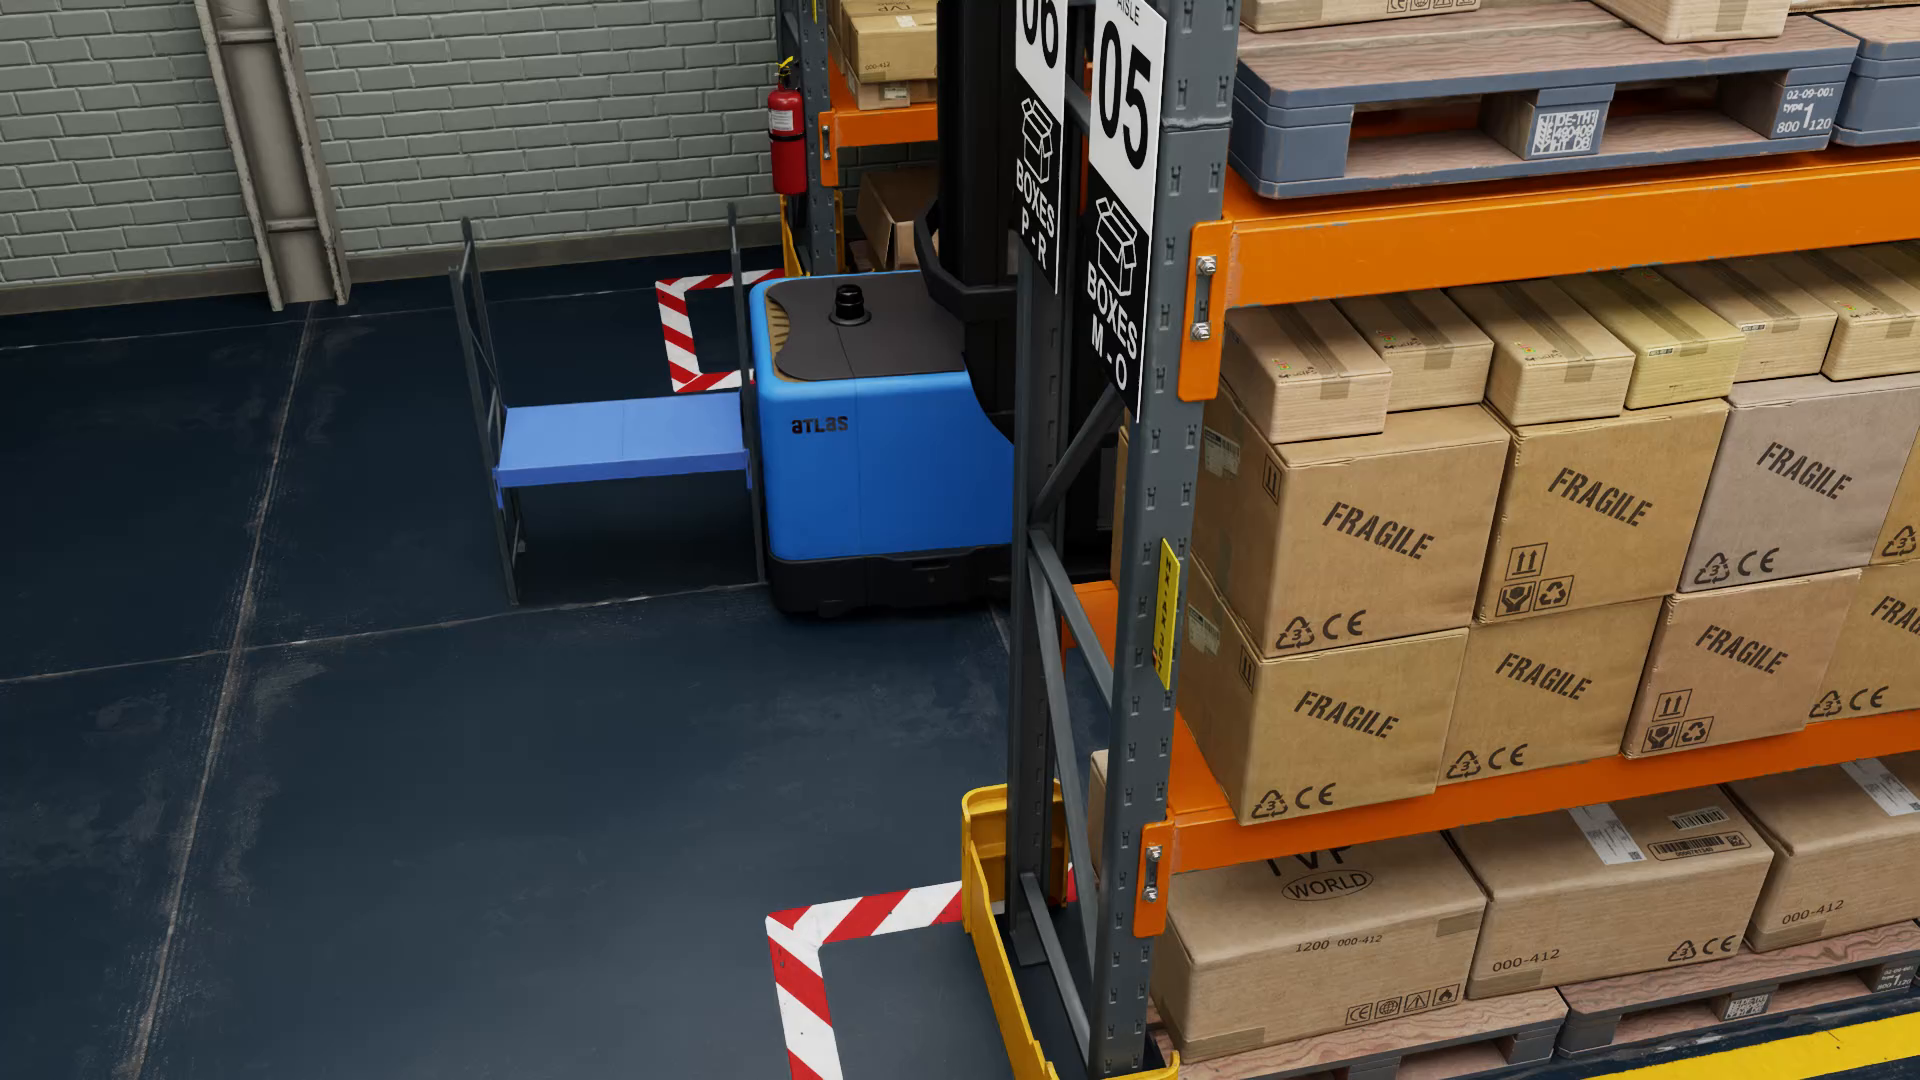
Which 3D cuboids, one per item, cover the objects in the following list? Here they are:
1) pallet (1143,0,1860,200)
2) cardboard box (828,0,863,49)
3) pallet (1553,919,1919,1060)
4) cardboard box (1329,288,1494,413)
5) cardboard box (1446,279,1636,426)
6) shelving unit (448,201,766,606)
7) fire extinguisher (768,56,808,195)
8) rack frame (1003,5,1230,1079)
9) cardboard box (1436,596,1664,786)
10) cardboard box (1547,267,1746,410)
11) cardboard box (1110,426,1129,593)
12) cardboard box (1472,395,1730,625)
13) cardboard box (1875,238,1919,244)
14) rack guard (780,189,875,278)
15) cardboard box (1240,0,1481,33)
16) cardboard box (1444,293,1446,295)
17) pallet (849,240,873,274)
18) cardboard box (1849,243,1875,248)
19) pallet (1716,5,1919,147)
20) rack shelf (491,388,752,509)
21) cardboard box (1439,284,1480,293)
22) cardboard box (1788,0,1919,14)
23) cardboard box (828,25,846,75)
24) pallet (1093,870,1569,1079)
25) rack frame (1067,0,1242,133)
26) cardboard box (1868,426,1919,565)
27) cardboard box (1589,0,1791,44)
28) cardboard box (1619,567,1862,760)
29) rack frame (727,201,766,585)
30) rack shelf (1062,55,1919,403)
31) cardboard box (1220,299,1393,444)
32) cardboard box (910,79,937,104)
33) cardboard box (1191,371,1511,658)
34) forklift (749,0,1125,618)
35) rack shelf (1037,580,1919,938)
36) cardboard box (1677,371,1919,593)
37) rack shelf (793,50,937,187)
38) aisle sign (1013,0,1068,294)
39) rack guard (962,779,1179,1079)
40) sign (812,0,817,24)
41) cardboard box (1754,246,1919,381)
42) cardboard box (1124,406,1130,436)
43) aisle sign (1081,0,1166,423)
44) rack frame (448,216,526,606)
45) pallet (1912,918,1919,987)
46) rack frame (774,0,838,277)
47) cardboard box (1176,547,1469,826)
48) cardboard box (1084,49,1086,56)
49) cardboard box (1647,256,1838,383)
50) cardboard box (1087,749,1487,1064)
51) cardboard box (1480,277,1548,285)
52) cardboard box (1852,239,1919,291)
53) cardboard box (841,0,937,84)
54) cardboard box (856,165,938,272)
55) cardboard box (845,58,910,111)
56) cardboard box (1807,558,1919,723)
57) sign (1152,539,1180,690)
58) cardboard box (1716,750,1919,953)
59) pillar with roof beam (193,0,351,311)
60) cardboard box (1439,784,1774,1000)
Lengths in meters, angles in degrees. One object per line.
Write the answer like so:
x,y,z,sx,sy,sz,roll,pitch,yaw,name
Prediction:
1.034,-1.058,3.522,1.213,0.211,1.003,-7,35,-11,pallet
-0.396,-2.711,8.466,0.500,0.250,0.500,-6,34,-9,cardboard box
2.263,1.117,5.396,1.213,0.211,1.003,-7,35,-11,pallet
0.960,-0.442,3.648,0.250,0.149,0.380,-6,34,-9,cardboard box
1.239,-0.412,3.603,0.250,0.149,0.380,-6,34,-9,cardboard box
-1.368,-0.531,6.695,1.048,1.500,0.538,-5,34,-7,shelving unit
-0.827,-1.993,7.932,0.183,0.674,0.296,-7,35,-11,fire extinguisher
0.313,0.248,4.189,0.127,3.000,1.000,-7,35,-11,rack frame
1.332,0.226,4.131,0.500,0.500,0.500,-8,35,-11,cardboard box
1.492,-0.454,3.665,0.250,0.149,0.380,-8,35,-12,cardboard box
0.725,0.003,4.464,0.500,0.500,0.500,-7,34,-10,cardboard box
1.346,-0.180,3.840,0.500,0.500,0.500,-8,35,-12,cardboard box
2.360,-0.895,4.323,0.250,0.149,0.380,-7,35,-10,cardboard box
-0.712,-1.421,8.919,0.348,0.500,1.175,-7,35,-11,rack guard
0.732,-1.255,3.405,0.500,0.250,0.500,-10,35,-15,cardboard box
1.234,-0.478,4.283,0.500,0.500,0.500,-7,35,-10,cardboard box
0.066,-1.399,9.146,1.213,0.211,1.003,-7,35,-11,pallet
2.111,-0.840,4.240,0.250,0.149,0.380,-6,34,-9,cardboard box
2.227,-1.210,3.748,1.213,0.211,1.003,-7,35,-11,pallet
-1.368,-0.382,6.795,1.000,0.185,0.538,-5,34,-7,rack shelf
1.094,-0.753,4.111,0.250,0.149,0.380,-8,35,-11,cardboard box
1.784,-1.333,3.467,0.500,0.311,0.500,-7,34,-10,cardboard box
-0.522,-2.532,8.556,0.250,0.149,0.380,-8,35,-11,cardboard box
1.076,1.265,5.176,1.213,0.211,1.003,-7,35,-11,pallet
0.313,-2.243,2.517,0.127,3.000,1.000,-7,35,-11,rack frame
2.333,-0.310,4.032,0.500,0.500,0.500,-7,35,-10,cardboard box
1.425,-1.118,3.291,0.250,0.149,0.380,-6,34,-9,cardboard box
1.832,0.173,4.210,0.500,0.500,0.500,-7,35,-11,cardboard box
-0.865,-0.573,6.758,0.032,1.500,0.500,-5,34,-7,rack frame
2.264,-0.945,3.920,4.000,0.370,1.077,-7,35,-11,rack shelf
0.720,-0.371,3.542,0.250,0.149,0.380,-6,34,-10,cardboard box
-0.167,-2.293,8.200,0.250,0.149,0.380,-6,34,-9,cardboard box
0.844,-0.113,3.739,0.500,0.500,0.500,-8,35,-12,cardboard box
0.669,-1.273,6.516,3.031,2.935,1.130,-5,34,-7,forklift
2.264,0.301,4.756,4.000,0.370,1.077,-7,35,-11,rack shelf
1.847,-0.248,3.940,0.500,0.500,0.500,-7,35,-11,cardboard box
1.165,-2.397,8.775,4.000,0.370,1.077,-7,35,-11,rack shelf
0.174,-0.991,3.702,0.004,0.787,0.394,-7,35,-11,aisle sign
0.289,1.289,4.881,0.348,0.500,1.175,-7,35,-11,rack guard
-0.666,-2.514,7.527,0.005,0.325,0.100,-7,35,-11,sign
1.989,-0.523,3.768,0.250,0.149,0.380,-7,34,-10,cardboard box
0.731,-0.397,4.163,0.500,0.500,0.500,-6,34,-9,cardboard box
0.307,-0.665,3.216,0.004,0.787,0.394,-7,35,-11,aisle sign
-1.871,-0.489,6.633,0.032,1.500,0.500,-5,34,-7,rack frame
3.455,0.965,5.623,1.213,0.211,1.003,-7,35,-11,pallet
-0.786,-2.449,8.208,0.127,3.000,1.000,-7,35,-11,rack frame
0.844,0.303,4.016,0.500,0.500,0.500,-7,35,-11,cardboard box
0.702,-2.546,8.220,0.500,0.250,0.500,-8,35,-11,cardboard box
1.736,-0.515,3.756,0.250,0.149,0.380,-7,34,-10,cardboard box
0.935,1.002,4.987,0.875,0.438,0.875,-8,35,-12,cardboard box
1.349,-0.761,4.124,0.250,0.149,0.380,-6,34,-9,cardboard box
2.242,-0.539,3.792,0.250,0.149,0.380,-8,35,-12,cardboard box
-0.284,-2.420,8.032,0.500,0.250,0.500,-7,34,-10,cardboard box
-0.168,-1.611,8.822,0.637,0.503,0.797,-9,35,-12,cardboard box
-0.405,-2.236,8.116,0.250,0.149,0.380,-7,35,-11,cardboard box
2.317,0.103,4.315,0.500,0.500,0.500,-6,34,-9,cardboard box
0.430,0.158,3.475,0.005,0.325,0.100,-7,35,-11,sign
2.705,0.775,5.326,0.875,0.438,0.875,-8,35,-12,cardboard box
-2.665,-2.759,3.286,0.400,9.000,9.100,-7,35,-11,pillar with roof beam
1.825,0.885,5.162,0.875,0.438,0.875,-6,34,-9,cardboard box
